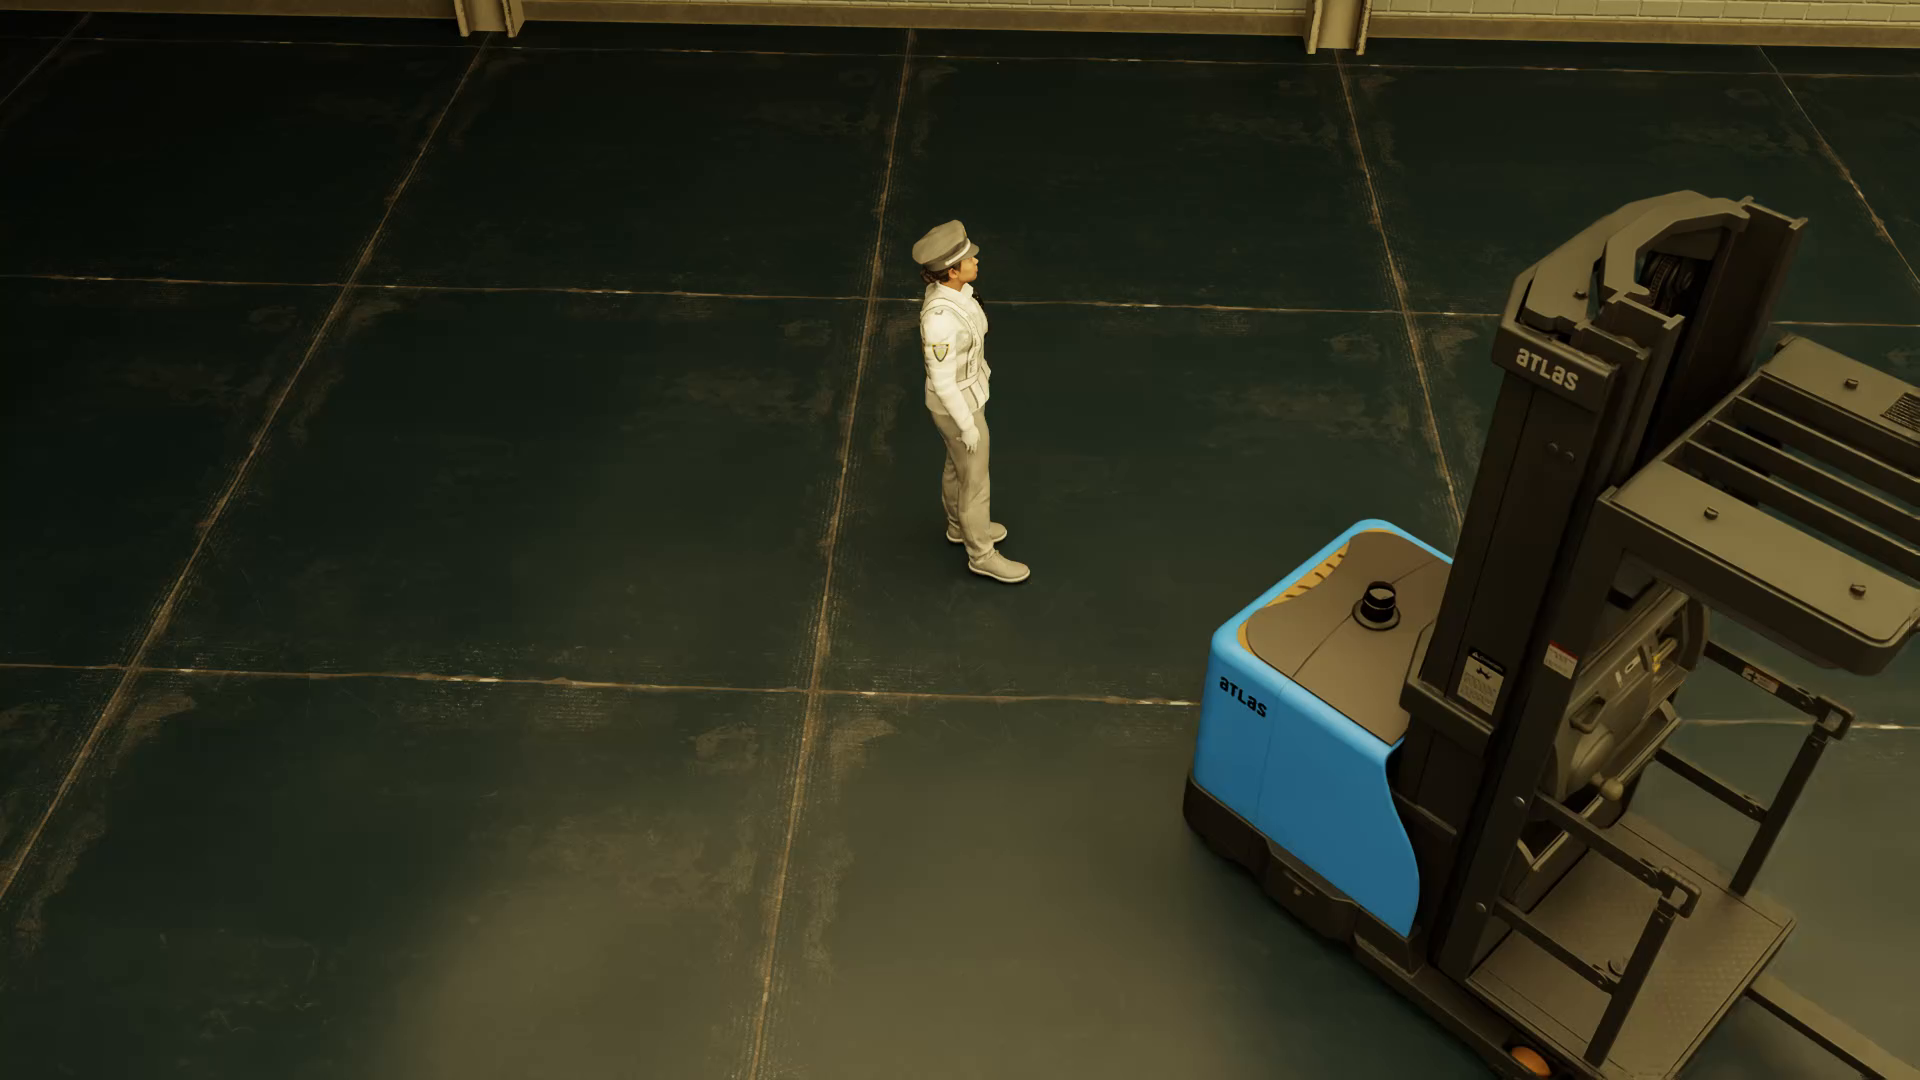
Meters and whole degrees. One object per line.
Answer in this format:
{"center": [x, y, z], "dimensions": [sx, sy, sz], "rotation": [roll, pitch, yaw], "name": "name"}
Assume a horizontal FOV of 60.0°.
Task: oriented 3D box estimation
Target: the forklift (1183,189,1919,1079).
{"center": [2.267, 0.546, 5.144], "dimensions": [1.130, 2.935, 3.031], "rotation": [-33, 52, -31], "name": "forklift"}

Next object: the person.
{"center": [0.067, -0.625, 7.333], "dimensions": [0.533, 1.696, 0.588], "rotation": [2, 42, 2], "name": "person"}
